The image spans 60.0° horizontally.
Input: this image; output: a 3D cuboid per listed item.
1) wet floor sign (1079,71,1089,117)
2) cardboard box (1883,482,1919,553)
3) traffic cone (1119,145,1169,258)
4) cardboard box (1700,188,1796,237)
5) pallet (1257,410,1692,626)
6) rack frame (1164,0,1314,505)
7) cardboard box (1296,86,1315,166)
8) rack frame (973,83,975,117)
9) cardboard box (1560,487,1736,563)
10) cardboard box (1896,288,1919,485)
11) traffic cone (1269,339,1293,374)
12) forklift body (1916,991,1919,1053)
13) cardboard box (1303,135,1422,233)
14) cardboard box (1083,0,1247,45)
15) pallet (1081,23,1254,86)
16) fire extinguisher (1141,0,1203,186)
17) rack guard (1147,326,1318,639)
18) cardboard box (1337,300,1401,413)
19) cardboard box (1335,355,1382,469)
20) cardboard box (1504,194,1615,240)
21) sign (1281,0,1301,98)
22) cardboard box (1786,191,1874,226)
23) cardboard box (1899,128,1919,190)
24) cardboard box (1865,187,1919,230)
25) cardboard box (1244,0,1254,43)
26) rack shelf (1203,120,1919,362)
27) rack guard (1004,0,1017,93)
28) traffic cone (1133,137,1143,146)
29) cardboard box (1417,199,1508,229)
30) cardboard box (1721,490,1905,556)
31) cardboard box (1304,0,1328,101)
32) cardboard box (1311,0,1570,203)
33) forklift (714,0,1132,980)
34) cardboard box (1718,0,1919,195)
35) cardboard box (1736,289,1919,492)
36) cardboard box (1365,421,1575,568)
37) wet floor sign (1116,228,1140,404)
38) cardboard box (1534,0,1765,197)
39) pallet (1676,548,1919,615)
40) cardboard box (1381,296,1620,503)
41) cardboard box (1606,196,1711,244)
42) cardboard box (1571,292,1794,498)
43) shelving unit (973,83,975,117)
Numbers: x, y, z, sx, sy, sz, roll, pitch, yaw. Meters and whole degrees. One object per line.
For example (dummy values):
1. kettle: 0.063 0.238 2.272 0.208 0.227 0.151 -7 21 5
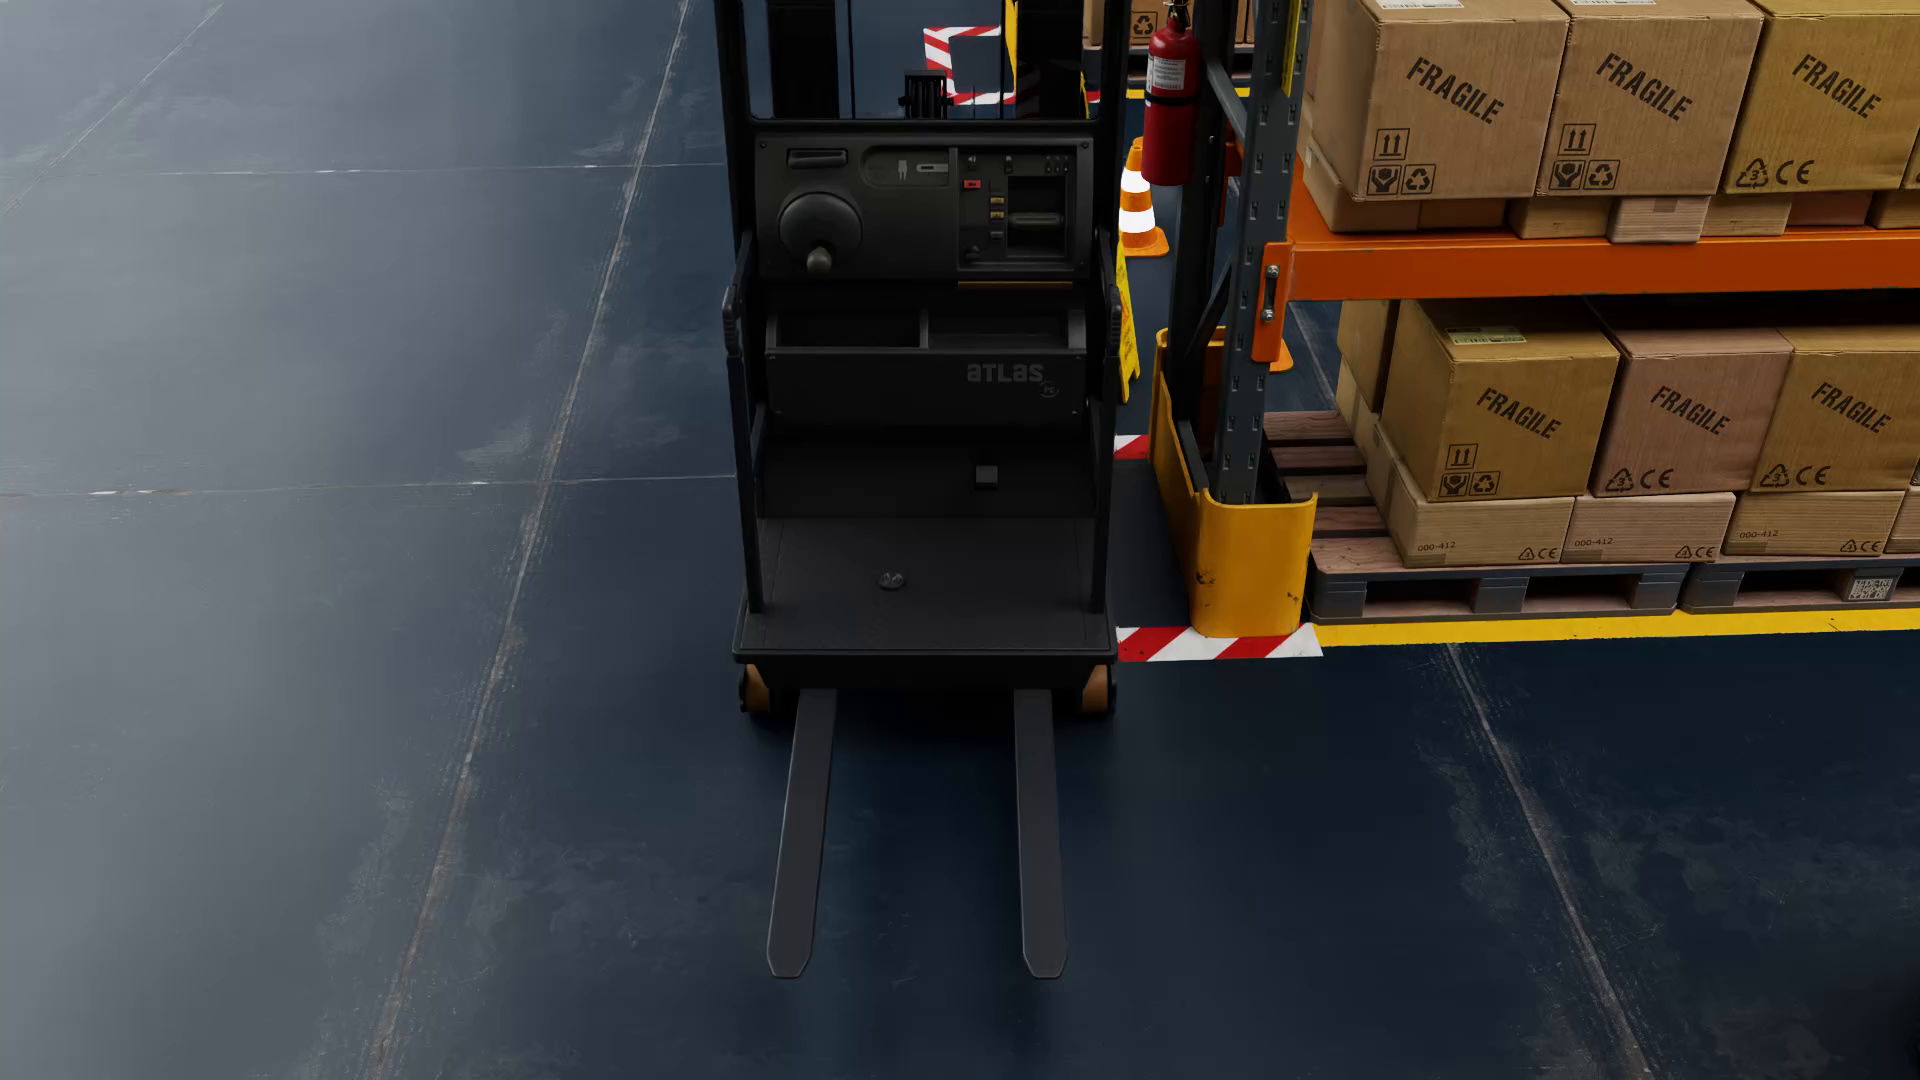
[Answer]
1. wet floor sign: 0.549 -1.970 8.030 0.232 0.644 0.267 -7 35 -10
2. cardboard box: 3.197 -0.204 5.456 0.500 0.250 0.500 -1 35 -1
3. traffic cone: 0.796 -1.577 7.622 0.334 0.463 0.336 -2 35 -2
4. cardboard box: 2.201 -1.025 4.815 0.250 0.149 0.380 -1 35 -1
5. pallet: 1.708 -0.111 5.725 1.213 0.211 1.003 -2 35 -2
6. rack frame: 0.819 -1.254 4.926 0.127 3.000 1.000 -2 35 -2
7. cardboard box: 1.183 -1.282 5.187 0.250 0.149 0.380 0 35 -1
8. rack frame: 0.051 -1.097 6.280 0.006 1.200 0.240 0 34 0
9. cardboard box: 2.148 -0.170 5.407 0.500 0.250 0.500 0 35 -1
10. cardboard box: 3.219 -0.514 5.245 0.500 0.500 0.500 0 35 0
11. traffic cone: 1.188 -0.955 6.724 0.334 0.463 0.336 -2 35 -2
12. forklift body: 2.866 0.829 2.663 1.214 2.155 2.313 -2 35 -2
13. cardboard box: 1.168 -1.042 4.840 0.250 0.149 0.380 -1 35 -2
14. cardboard box: 1.158 -3.420 9.553 0.875 0.875 0.875 -1 35 -2
15. pallet: 1.279 -2.984 9.876 1.213 0.211 1.003 -2 35 -2
16. fire extinguisher: 0.683 -1.481 5.322 0.183 0.674 0.296 -2 35 -2
17. rack guard: 0.895 -0.228 5.640 0.348 0.500 1.175 -2 35 -2
18. cardboard box: 1.607 -0.774 5.621 0.500 0.500 0.500 -1 35 -2
19. cardboard box: 1.638 -0.471 5.842 0.500 0.250 0.500 -2 35 -2
20. cardboard box: 1.689 -1.018 4.806 0.250 0.149 0.380 -3 35 -4
21. sign: 0.845 -1.301 4.234 0.005 0.325 0.100 -2 35 -2
22. cardboard box: 2.462 -1.066 4.875 0.250 0.149 0.380 0 35 -1
23. cardboard box: 2.839 -1.321 4.673 0.500 0.500 0.500 -2 35 -3
24. cardboard box: 2.727 -1.056 4.861 0.250 0.149 0.380 -2 35 -3
25. cardboard box: 2.037 -3.444 9.589 0.875 0.875 0.875 -2 35 -3
26. rack shelf: 2.817 -1.012 5.208 4.000 0.370 1.077 -2 35 -2
27. rack guard: 0.460 -3.036 9.698 0.348 0.500 1.175 -2 35 -2
28. traffic cone: 1.082 -2.229 8.564 0.334 0.463 0.336 -2 35 -2
29. cardboard box: 1.420 -1.057 4.862 0.250 0.149 0.380 -1 35 -2
30. cardboard box: 2.693 -0.192 5.438 0.500 0.250 0.500 1 35 1
31. cardboard box: 1.348 -1.588 5.060 0.500 0.500 0.500 -2 35 -3
32. cardboard box: 1.305 -1.272 4.603 0.500 0.500 0.500 -2 35 -3
33. forklift: -0.097 -0.862 4.419 1.130 2.935 3.031 0 35 0
34. cardboard box: 2.332 -1.302 4.647 0.500 0.500 0.500 -2 35 -3
35. cardboard box: 2.685 -0.495 5.218 0.500 0.500 0.500 -1 35 -1
36. cardboard box: 1.638 -0.160 5.393 0.500 0.250 0.500 -2 35 -3
37. wet floor sign: 0.579 -0.889 6.467 0.232 0.644 0.267 10 36 14
38. cardboard box: 1.823 -1.288 4.626 0.500 0.500 0.500 -1 35 -1
39. pallet: 2.924 -0.142 5.770 1.213 0.211 1.003 -2 35 -2
40. cardboard box: 1.662 -0.470 5.181 0.500 0.500 0.500 -3 35 -4
41. cardboard box: 1.944 -0.999 4.778 0.250 0.149 0.380 -1 35 -1
42. cardboard box: 2.184 -0.486 5.205 0.500 0.500 0.500 -3 35 -4
43. shelving unit: -0.041 -1.097 6.280 0.189 1.200 0.258 0 34 0
